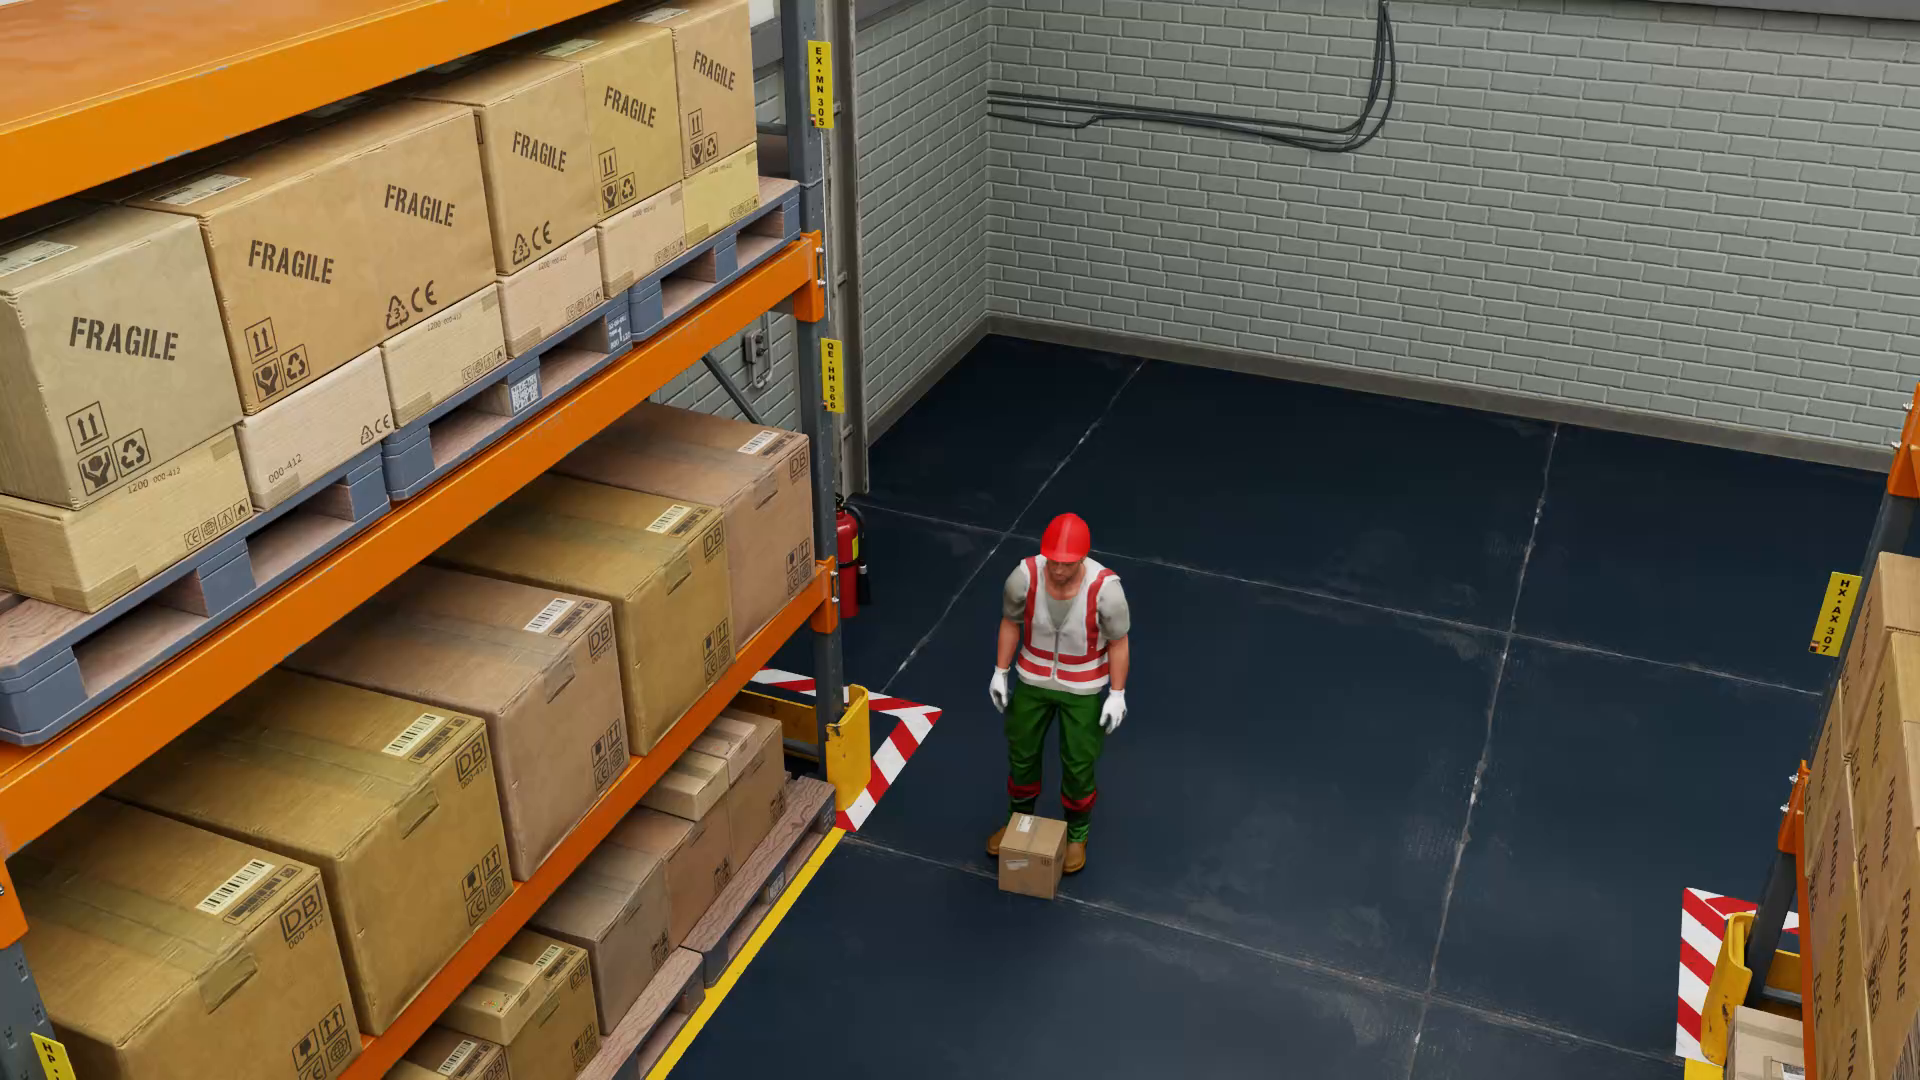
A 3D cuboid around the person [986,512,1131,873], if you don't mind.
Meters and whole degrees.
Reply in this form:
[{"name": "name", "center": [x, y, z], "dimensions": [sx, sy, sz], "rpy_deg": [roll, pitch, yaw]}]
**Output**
[{"name": "person", "center": [0.428, 0.647, 7.237], "dimensions": [0.615, 1.778, 0.453], "rpy_deg": [9, 31, 16]}]
